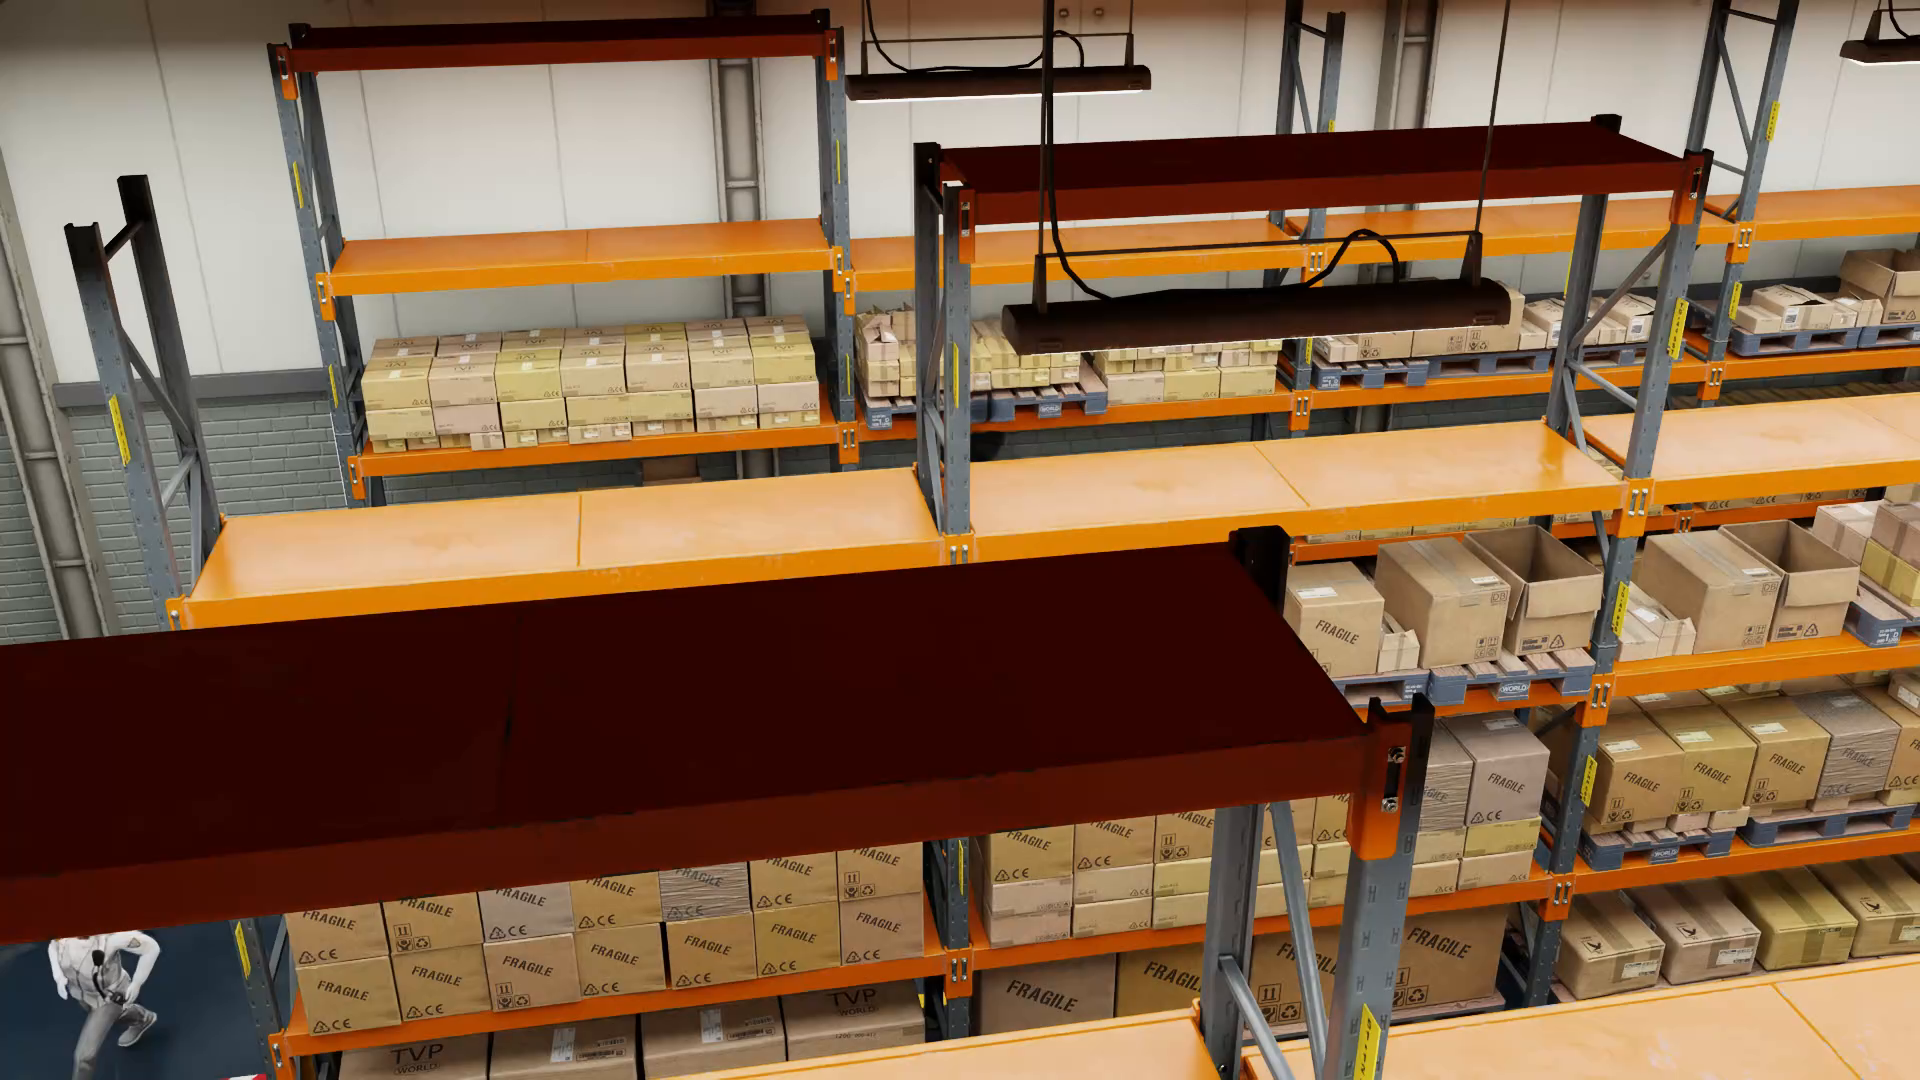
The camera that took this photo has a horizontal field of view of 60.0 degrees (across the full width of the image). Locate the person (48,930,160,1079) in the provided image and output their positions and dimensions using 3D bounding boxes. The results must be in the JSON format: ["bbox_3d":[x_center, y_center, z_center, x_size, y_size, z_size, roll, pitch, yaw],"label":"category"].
[{"bbox_3d":[-5.416,2.857,10.512,0.701,1.641,0.950,9,27,18],"label":"person"}]
